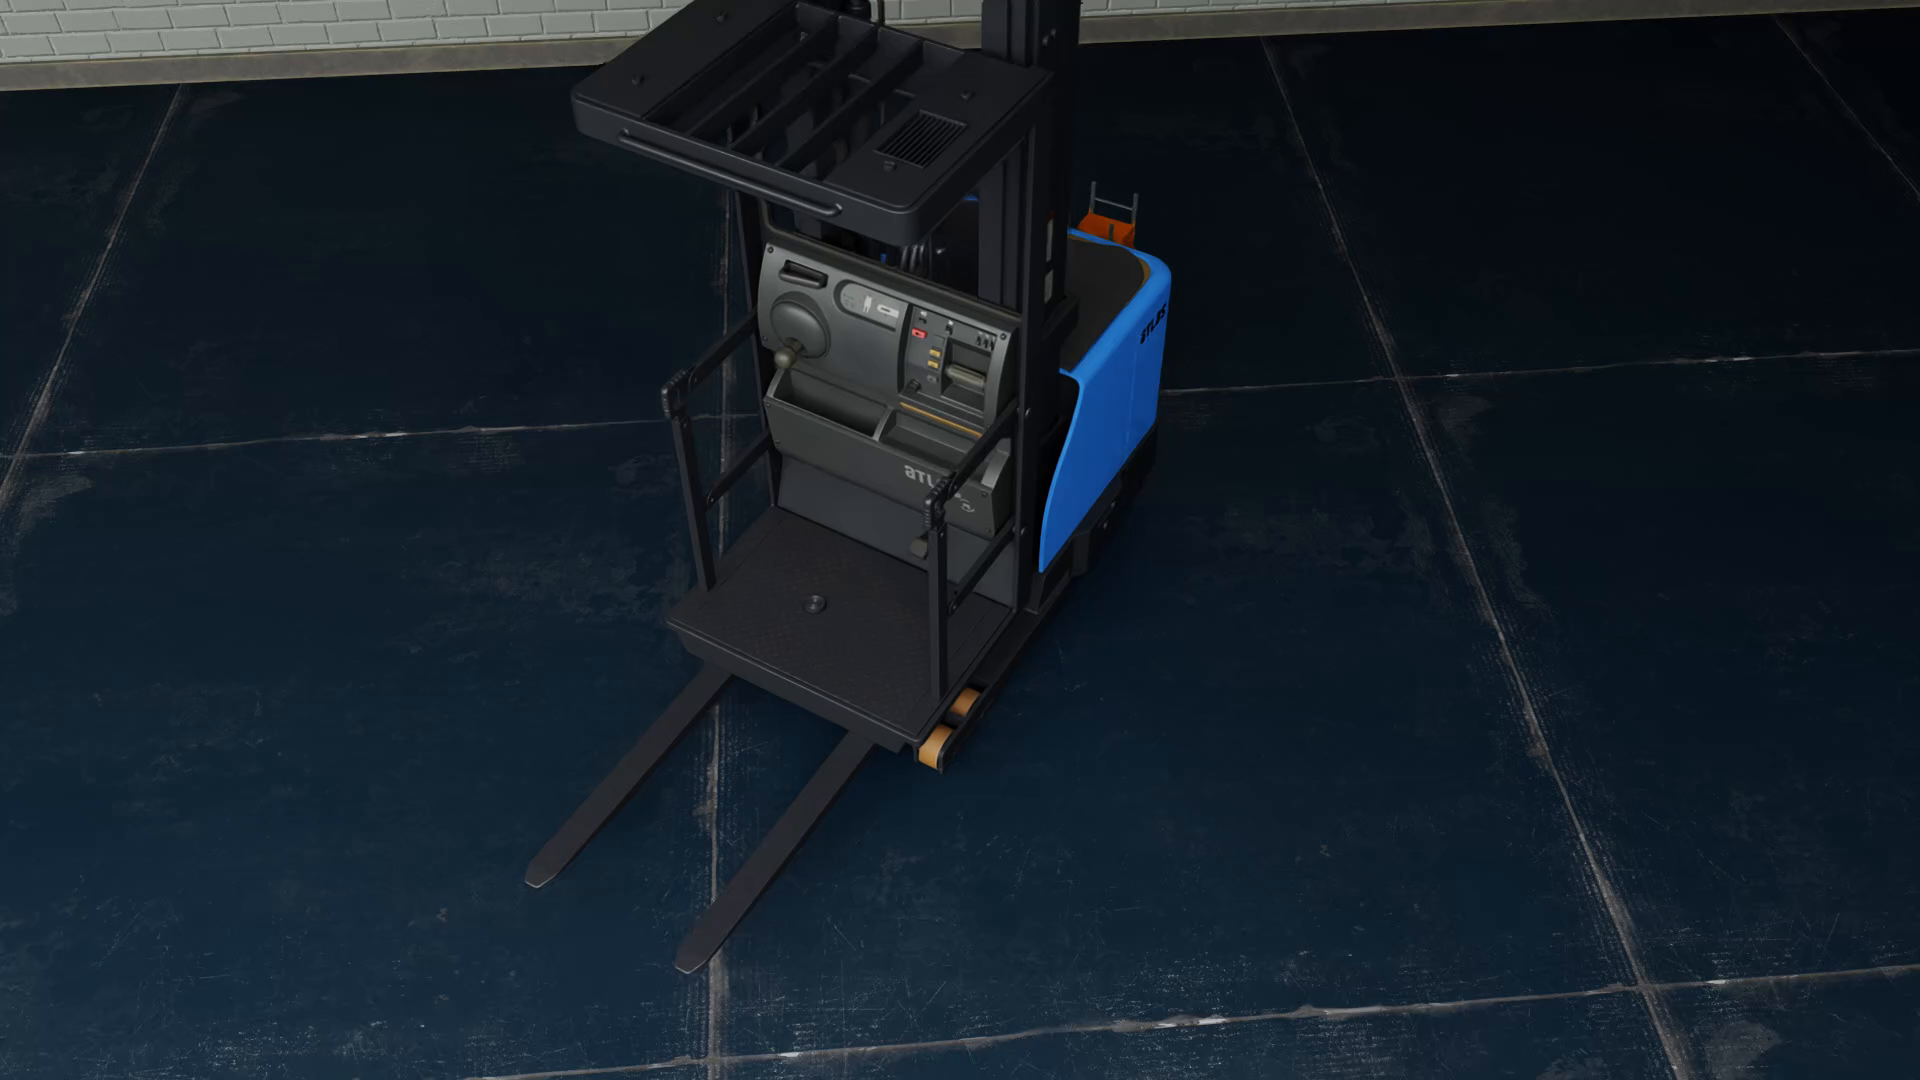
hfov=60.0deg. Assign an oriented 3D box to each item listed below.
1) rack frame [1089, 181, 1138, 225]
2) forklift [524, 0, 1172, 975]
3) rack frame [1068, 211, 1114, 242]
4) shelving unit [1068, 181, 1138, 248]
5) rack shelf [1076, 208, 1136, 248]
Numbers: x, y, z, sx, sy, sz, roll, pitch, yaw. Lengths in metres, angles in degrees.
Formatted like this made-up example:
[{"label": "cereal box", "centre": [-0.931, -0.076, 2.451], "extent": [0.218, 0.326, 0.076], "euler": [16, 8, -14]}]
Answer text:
[{"label": "rack frame", "centre": [0.608, -1.028, 7.001], "extent": [0.200, 1.050, 0.008], "euler": [20, 47, 18]}, {"label": "forklift", "centre": [-0.363, -0.575, 5.275], "extent": [1.130, 2.935, 3.031], "euler": [23, 51, 20]}, {"label": "rack frame", "centre": [0.497, -0.878, 6.844], "extent": [0.200, 1.050, 0.008], "euler": [20, 47, 18]}, {"label": "shelving unit", "centre": [0.552, -0.953, 6.922], "extent": [0.215, 1.050, 0.252], "euler": [20, 47, 18]}, {"label": "rack shelf", "centre": [0.558, -1.149, 6.732], "extent": [0.215, 0.259, 0.240], "euler": [20, 47, 18]}]
